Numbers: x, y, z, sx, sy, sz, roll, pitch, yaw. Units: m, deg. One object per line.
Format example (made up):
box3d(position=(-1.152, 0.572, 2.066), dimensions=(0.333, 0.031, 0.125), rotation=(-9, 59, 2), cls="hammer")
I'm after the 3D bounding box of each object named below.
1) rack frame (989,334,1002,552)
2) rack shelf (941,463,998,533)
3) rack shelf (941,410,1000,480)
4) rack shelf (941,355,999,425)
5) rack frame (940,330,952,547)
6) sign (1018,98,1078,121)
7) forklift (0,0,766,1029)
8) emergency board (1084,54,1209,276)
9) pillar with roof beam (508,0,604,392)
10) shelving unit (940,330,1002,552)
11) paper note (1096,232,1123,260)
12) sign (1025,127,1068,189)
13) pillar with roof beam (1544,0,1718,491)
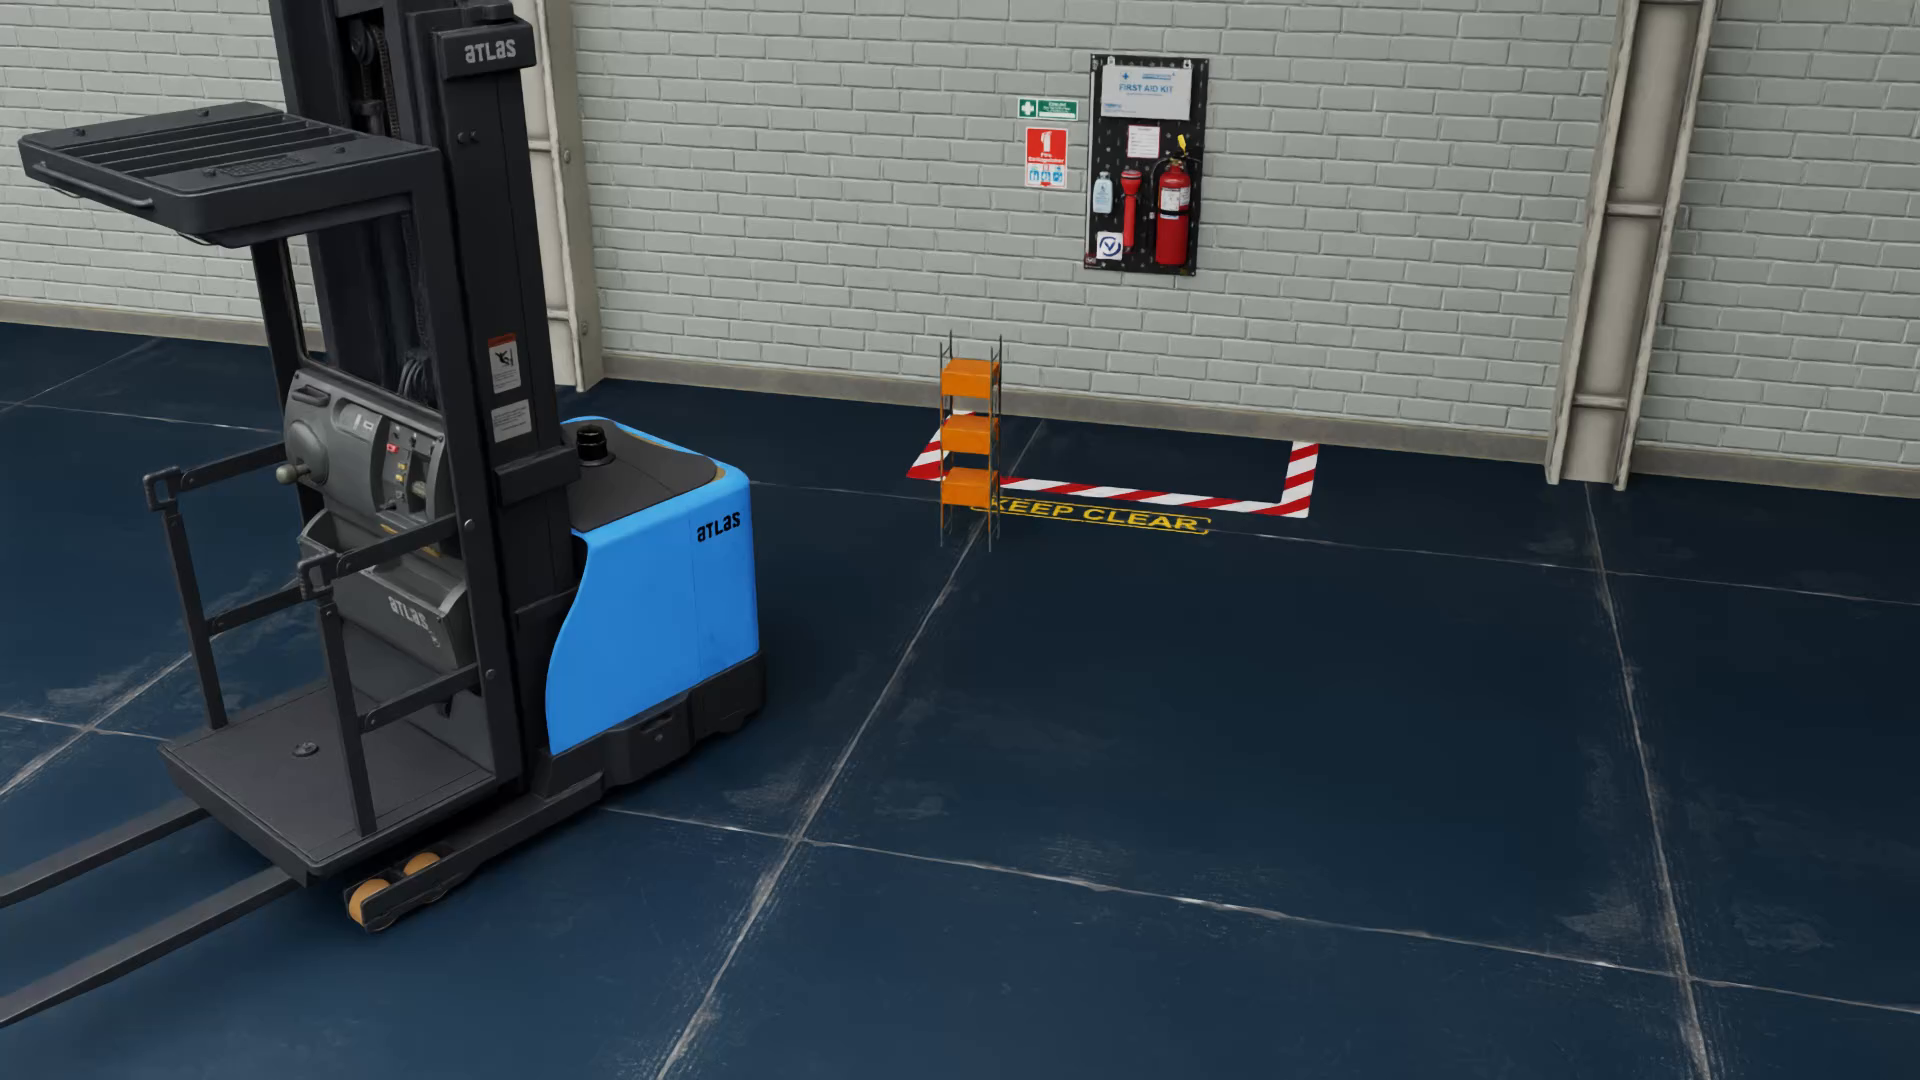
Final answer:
box3d(position=(0.170, -0.455, 7.985), dimensions=(0.008, 1.050, 0.200), rotation=(6, 26, 13), cls="rack frame")
box3d(position=(0.052, -0.208, 8.136), dimensions=(0.240, 0.259, 0.215), rotation=(6, 26, 13), cls="rack shelf")
box3d(position=(0.052, -0.459, 8.017), dimensions=(0.240, 0.259, 0.215), rotation=(6, 26, 13), cls="rack shelf")
box3d(position=(0.052, -0.715, 7.895), dimensions=(0.240, 0.259, 0.215), rotation=(6, 26, 13), cls="rack shelf")
box3d(position=(-0.066, -0.481, 8.040), dimensions=(0.008, 1.050, 0.200), rotation=(6, 26, 13), cls="rack frame")
box3d(position=(0.475, -2.332, 9.001), dimensions=(0.331, 0.109, 0.001), rotation=(6, 26, 13), cls="sign")
box3d(position=(-2.129, -0.272, 5.412), dimensions=(1.130, 2.935, 3.031), rotation=(21, 32, 36), cls="forklift")
box3d(position=(0.983, -1.979, 8.917), dimensions=(0.643, 1.169, 0.194), rotation=(6, 26, 13), cls="emergency board")
box3d(position=(-3.516, -3.257, 4.623), dimensions=(0.400, 9.000, 9.100), rotation=(6, 26, 13), cls="pillar with roof beam")
box3d(position=(0.052, -0.468, 8.012), dimensions=(0.252, 1.050, 0.215), rotation=(6, 26, 13), cls="shelving unit")
box3d(position=(0.829, -1.629, 9.207), dimensions=(0.142, 0.148, 0.016), rotation=(6, 26, 13), cls="paper note")
box3d(position=(0.473, -2.097, 9.124), dimensions=(0.234, 0.329, 0.001), rotation=(6, 26, 13), cls="sign")
box3d(position=(2.295, -2.615, 3.274), dimensions=(0.400, 9.000, 9.100), rotation=(6, 26, 13), cls="pillar with roof beam")
